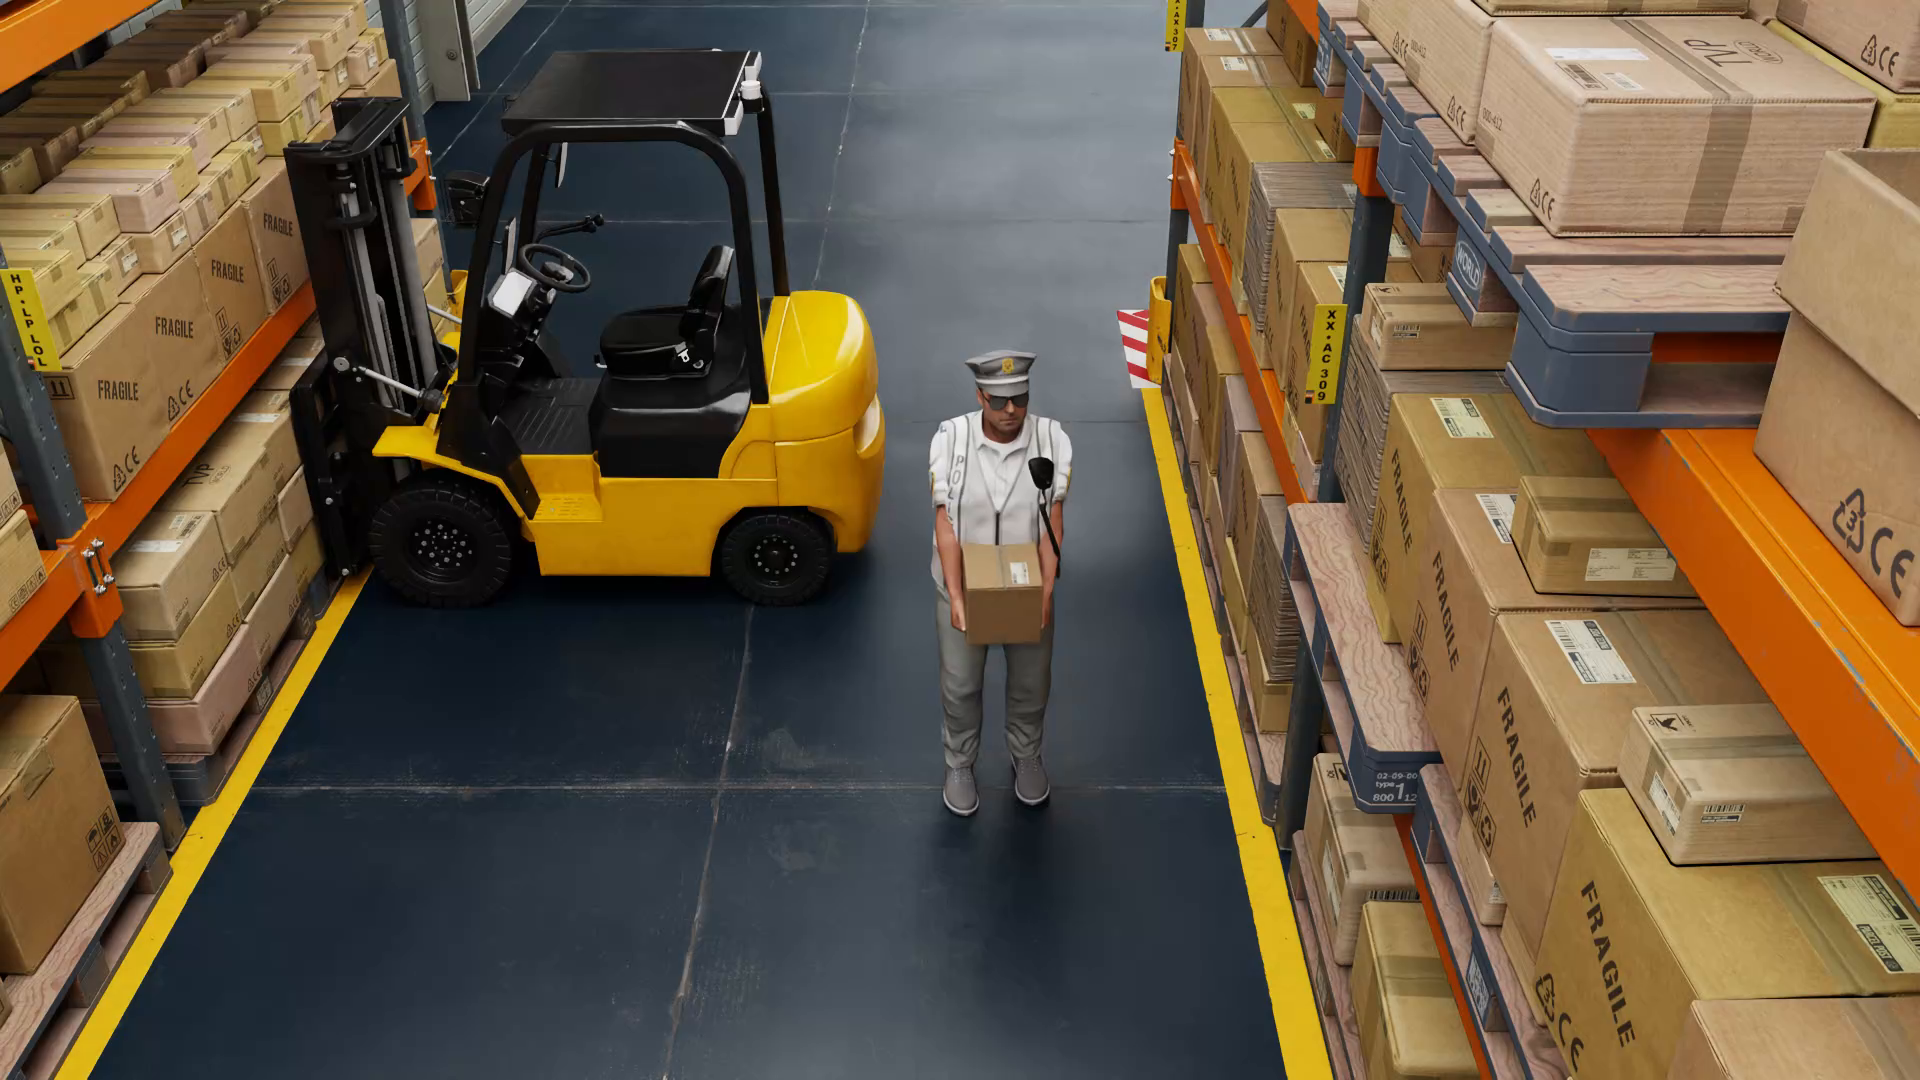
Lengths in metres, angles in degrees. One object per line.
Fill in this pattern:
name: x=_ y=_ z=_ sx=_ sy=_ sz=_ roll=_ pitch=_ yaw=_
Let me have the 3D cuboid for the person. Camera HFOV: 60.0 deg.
person: x=0.144 y=0.182 z=5.815 sx=0.490 sy=1.771 sz=0.566 roll=-2 pitch=31 yaw=-3
